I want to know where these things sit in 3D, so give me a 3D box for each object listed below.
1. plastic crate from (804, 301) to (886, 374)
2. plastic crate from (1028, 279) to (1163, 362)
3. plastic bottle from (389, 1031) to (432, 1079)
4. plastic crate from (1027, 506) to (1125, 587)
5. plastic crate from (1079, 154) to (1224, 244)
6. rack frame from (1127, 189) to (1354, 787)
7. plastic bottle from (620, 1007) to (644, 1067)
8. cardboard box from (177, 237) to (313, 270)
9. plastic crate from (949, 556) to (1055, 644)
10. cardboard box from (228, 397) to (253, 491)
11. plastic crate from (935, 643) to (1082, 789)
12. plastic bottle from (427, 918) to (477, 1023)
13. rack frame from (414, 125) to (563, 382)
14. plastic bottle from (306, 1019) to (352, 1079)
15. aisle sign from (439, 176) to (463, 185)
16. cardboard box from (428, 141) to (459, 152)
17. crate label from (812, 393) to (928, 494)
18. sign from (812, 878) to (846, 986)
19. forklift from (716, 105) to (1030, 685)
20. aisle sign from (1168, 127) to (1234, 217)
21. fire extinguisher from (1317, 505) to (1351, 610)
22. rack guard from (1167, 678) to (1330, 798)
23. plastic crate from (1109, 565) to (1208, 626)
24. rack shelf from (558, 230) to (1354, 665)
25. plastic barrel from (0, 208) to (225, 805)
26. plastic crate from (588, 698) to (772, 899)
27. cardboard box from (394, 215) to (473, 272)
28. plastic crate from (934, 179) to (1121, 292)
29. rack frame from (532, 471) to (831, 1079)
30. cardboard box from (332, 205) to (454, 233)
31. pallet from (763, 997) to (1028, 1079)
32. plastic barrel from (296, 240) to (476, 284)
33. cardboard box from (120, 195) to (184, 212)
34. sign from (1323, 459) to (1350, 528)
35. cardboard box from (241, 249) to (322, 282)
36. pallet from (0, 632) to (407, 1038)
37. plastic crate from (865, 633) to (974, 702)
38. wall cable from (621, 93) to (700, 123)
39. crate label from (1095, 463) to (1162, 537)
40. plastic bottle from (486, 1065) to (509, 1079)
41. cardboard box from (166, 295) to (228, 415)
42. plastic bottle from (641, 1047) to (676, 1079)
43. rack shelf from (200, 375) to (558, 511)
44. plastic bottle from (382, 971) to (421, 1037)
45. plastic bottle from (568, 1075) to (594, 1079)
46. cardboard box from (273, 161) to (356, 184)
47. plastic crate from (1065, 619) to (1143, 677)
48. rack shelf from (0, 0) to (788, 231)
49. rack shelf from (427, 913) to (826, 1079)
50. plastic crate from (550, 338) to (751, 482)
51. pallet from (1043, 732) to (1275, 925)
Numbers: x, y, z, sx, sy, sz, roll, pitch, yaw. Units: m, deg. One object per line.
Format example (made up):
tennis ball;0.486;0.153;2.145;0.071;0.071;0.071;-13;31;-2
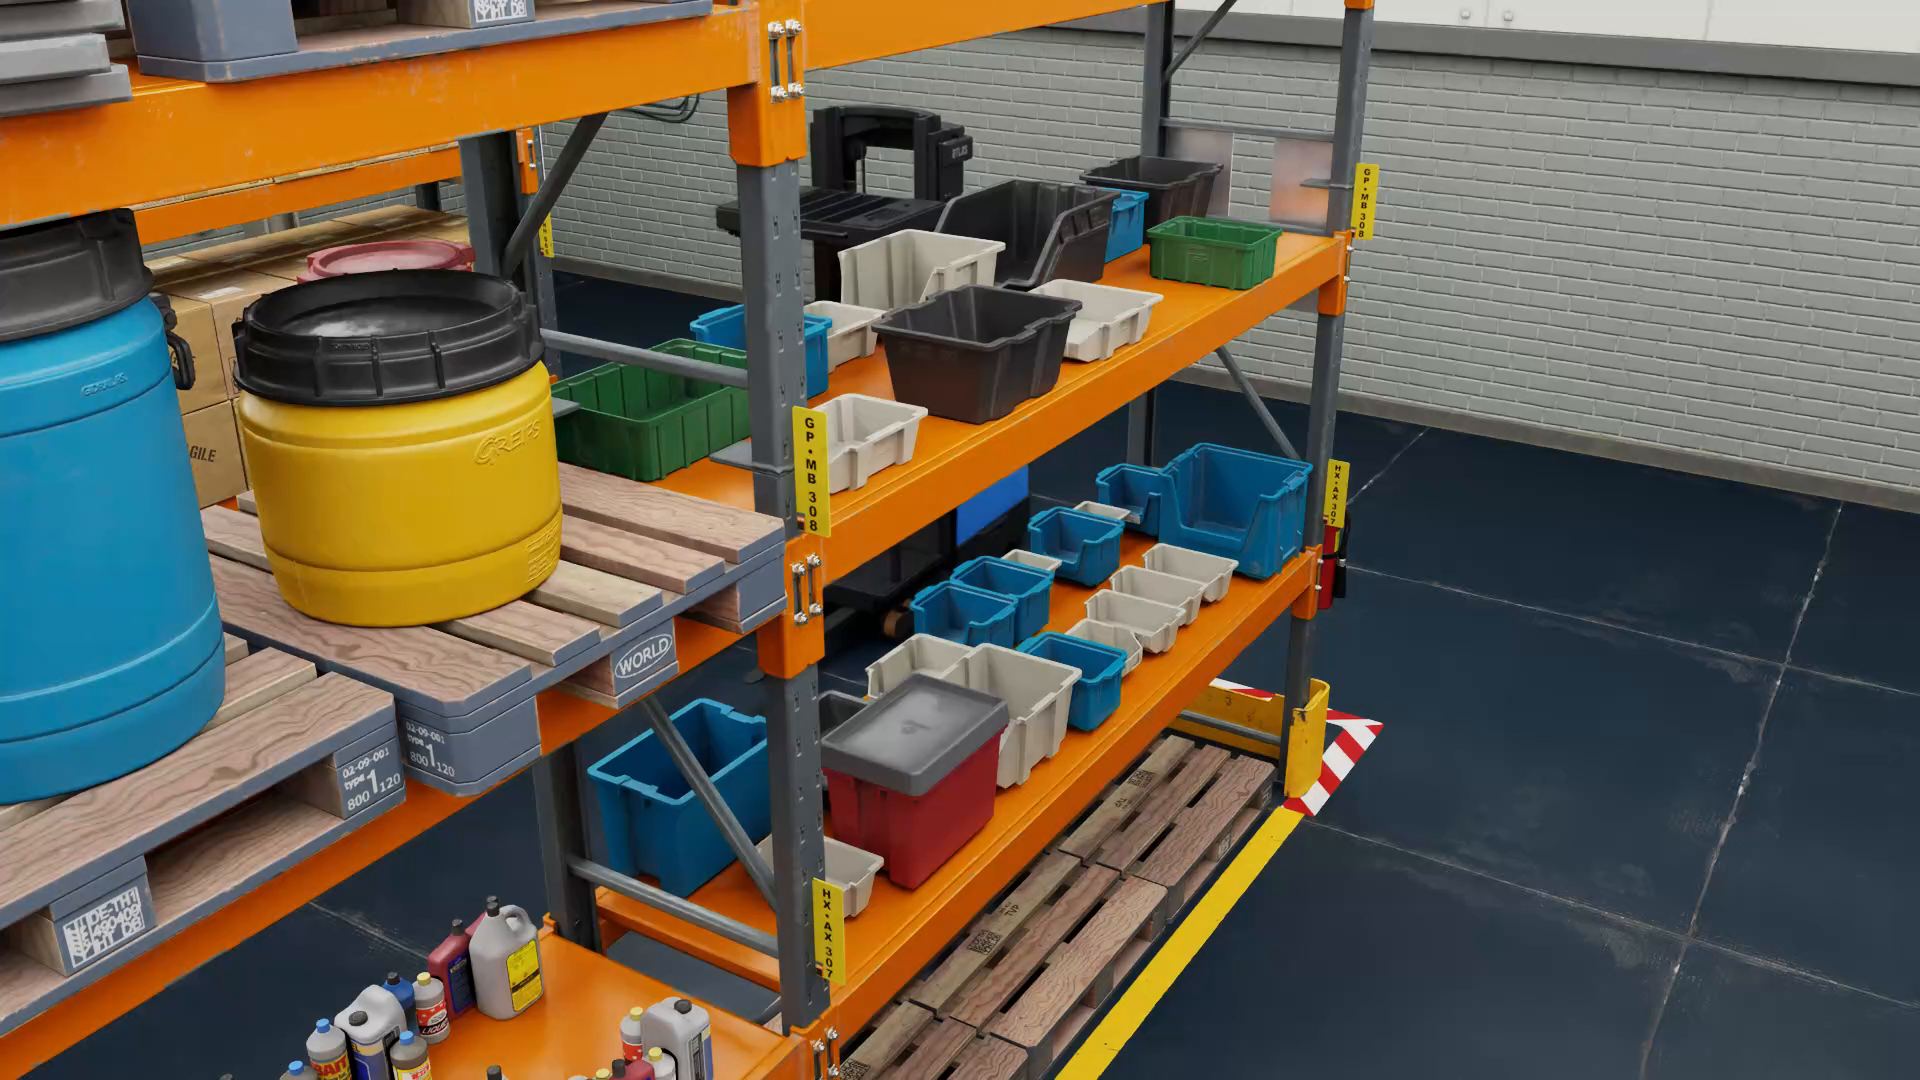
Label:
plastic crate;-0.482;-0.665;5.567;0.293;0.136;0.466;14;27;29
plastic crate;0.402;-0.757;5.779;0.437;0.136;0.530;14;27;29
plastic bottle;-1.474;1.410;4.467;0.097;0.201;0.097;0;23;0
plastic crate;0.524;0.035;7.528;0.416;0.233;0.300;14;27;29
plastic crate;0.841;-1.496;7.318;0.497;0.269;0.590;14;27;29
rack frame;1.281;-0.251;8.053;1.000;3.000;0.127;14;27;29
plastic bottle;-0.878;1.372;4.556;0.097;0.201;0.097;0;23;0
cardboard box;-3.921;-1.354;9.218;0.500;0.500;0.500;14;27;30
plastic crate;0.176;0.257;7.015;0.416;0.233;0.300;14;27;29
cardboard box;-3.735;-0.614;8.768;0.500;0.500;0.500;13;27;28
plastic crate;0.133;0.650;6.048;0.437;0.282;0.530;14;27;29
plastic bottle;-1.455;1.232;4.774;0.061;0.283;0.133;14;27;29
rack frame;-2.925;-1.290;10.454;1.000;3.000;0.127;14;27;29
plastic bottle;-1.674;1.392;4.421;0.097;0.271;0.097;0;23;0
aisle sign;-3.139;-2.567;10.133;0.394;0.787;0.004;14;27;29
cardboard box;-2.972;-2.369;9.360;0.500;0.250;0.500;14;27;29
crate label;-0.326;-0.261;4.633;0.293;0.136;0.466;14;27;29
sign;-0.363;1.088;4.612;0.100;0.325;0.005;14;27;29
forklift;-0.681;-0.960;9.778;1.130;2.935;3.031;12;26;26
aisle sign;1.066;-1.530;7.737;0.394;0.787;0.004;14;27;29
fire extinguisher;1.746;0.000;8.040;0.296;0.674;0.183;14;27;29
rack guard;1.282;0.886;8.575;1.175;0.500;0.348;14;27;29
plastic crate;0.839;0.251;7.151;0.396;0.136;0.243;14;27;29
rack shelf;0.226;-0.622;6.041;1.077;0.370;4.000;14;27;29
plastic barrel;-1.600;-0.092;2.751;0.600;0.901;0.708;14;27;29
plastic crate;-0.873;0.850;5.455;0.392;0.384;0.575;14;27;29
cardboard box;-2.927;-1.587;9.755;0.500;0.500;0.500;14;27;29
plastic crate;0.241;-1.141;6.412;0.504;0.338;0.767;14;27;29
rack frame;-0.829;1.099;4.935;1.000;3.000;0.127;14;27;29
cardboard box;-3.383;-1.700;10.017;0.500;0.500;0.500;15;27;31
pallet;-0.474;2.123;6.081;1.003;0.211;1.213;14;27;29
plastic barrel;-1.320;-0.407;3.939;0.433;0.535;0.433;0;23;0
cardboard box;-4.037;-1.696;7.806;0.500;0.250;0.500;14;27;29
sign;1.757;-0.216;7.767;0.100;0.325;0.005;14;27;29
cardboard box;-3.462;-1.240;8.955;0.500;0.500;0.500;15;27;30
pallet;-1.755;0.478;2.832;1.003;0.211;1.213;14;27;29
plastic crate;-0.166;0.542;6.478;0.293;0.136;0.466;14;27;29
wall cable;-3.849;-5.489;16.511;3.097;2.526;0.112;14;27;29
crate label;0.871;-0.187;8.041;0.416;0.233;0.303;14;27;29
plastic bottle;-1.159;1.471;4.139;0.144;0.351;0.185;14;27;29
cardboard box;-4.004;-0.892;8.151;0.500;0.500;0.500;13;27;27
plastic bottle;-0.800;1.436;4.407;0.097;0.201;0.097;0;23;0
rack shelf;-3.980;-0.285;9.038;1.077;0.370;4.000;14;27;29
plastic bottle;-1.552;1.313;4.602;0.097;0.271;0.097;0;23;0
plastic bottle;-0.955;1.480;4.211;0.152;0.276;0.135;14;27;29
cardboard box;-3.498;-2.031;8.579;0.500;0.250;0.500;14;27;29
plastic crate;0.573;0.454;6.683;0.298;0.136;0.250;14;27;29
rack shelf;-1.884;-0.465;2.406;1.077;0.370;4.000;14;27;29
rack shelf;-1.884;2.105;3.518;1.077;0.370;4.000;14;27;29
plastic crate;-0.863;-0.386;4.857;0.450;0.188;0.662;14;27;29
pallet;0.813;1.299;7.983;1.003;0.211;1.213;14;27;29
